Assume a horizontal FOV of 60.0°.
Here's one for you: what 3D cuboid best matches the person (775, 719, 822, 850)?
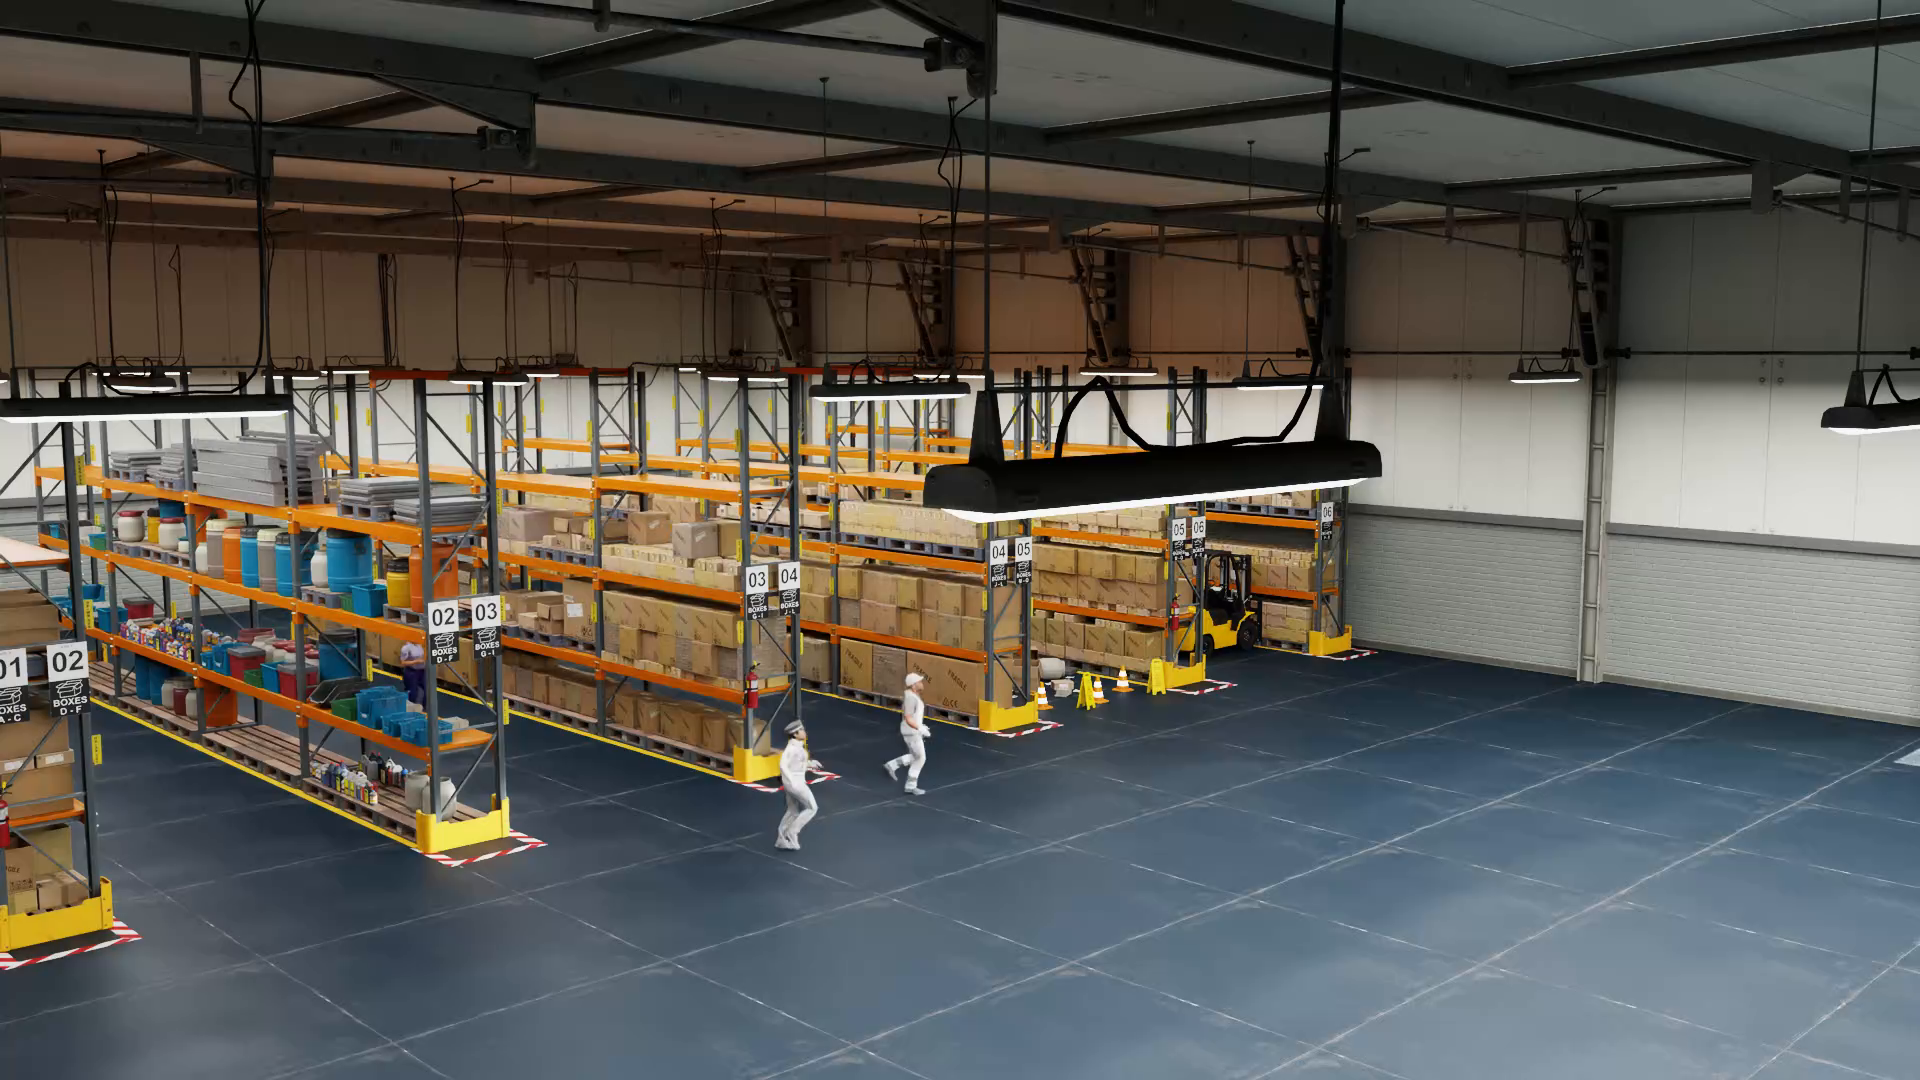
[{"bbox_3d":[-2.063,3.108,21.222,0.624,1.669,0.589,-1,7,-13],"label":"person"}]

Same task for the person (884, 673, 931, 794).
[{"bbox_3d":[-0.758,2.778,23.907,0.676,1.761,0.653,0,6,-1],"label":"person"}]

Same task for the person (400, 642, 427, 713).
[{"bbox_3d":[-9.241,2.336,28.319,0.661,1.676,0.586,5,8,36],"label":"person"}]
